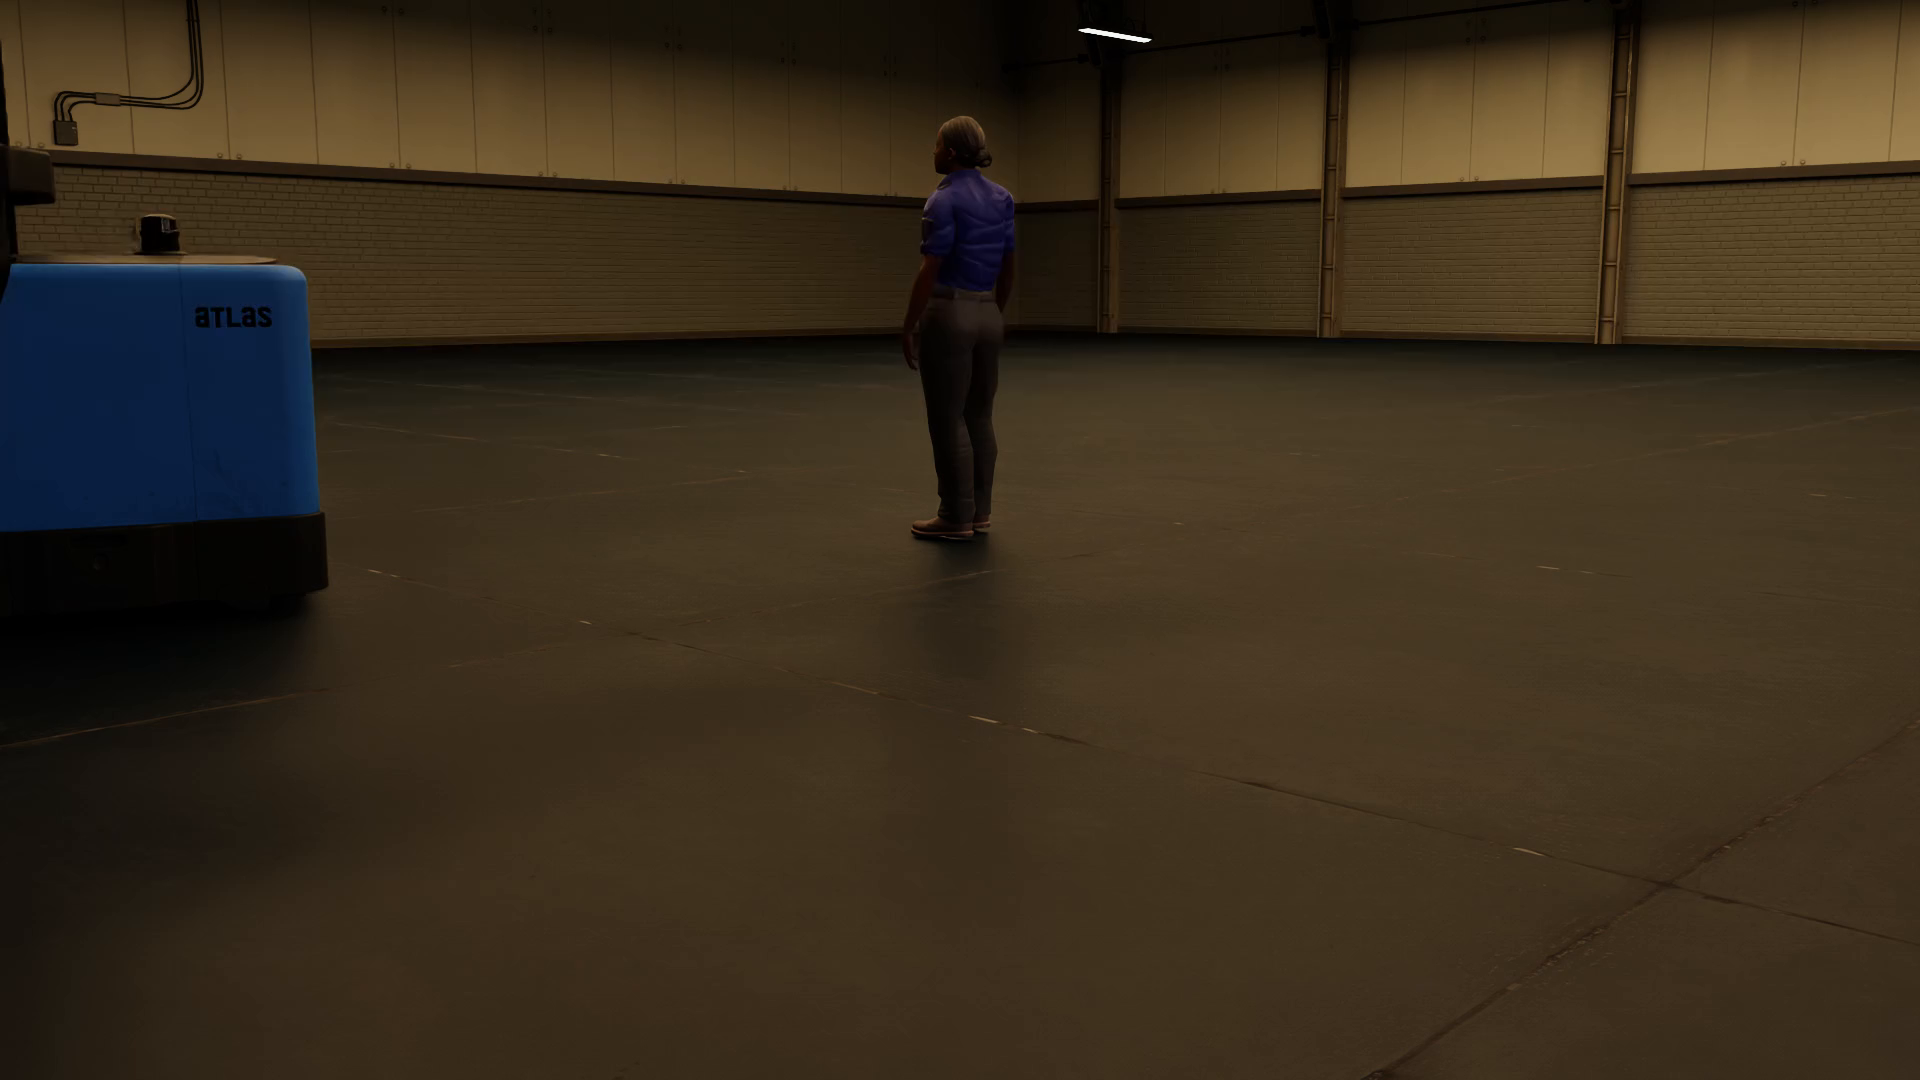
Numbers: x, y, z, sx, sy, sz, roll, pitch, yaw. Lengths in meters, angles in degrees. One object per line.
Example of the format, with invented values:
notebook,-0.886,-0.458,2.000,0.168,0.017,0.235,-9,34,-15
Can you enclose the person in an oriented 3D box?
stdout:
person,-0.050,-0.836,6.667,0.503,1.656,0.570,8,12,43

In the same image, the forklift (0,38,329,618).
forklift,-3.541,-1.185,4.744,3.031,2.935,1.130,-4,10,-27
